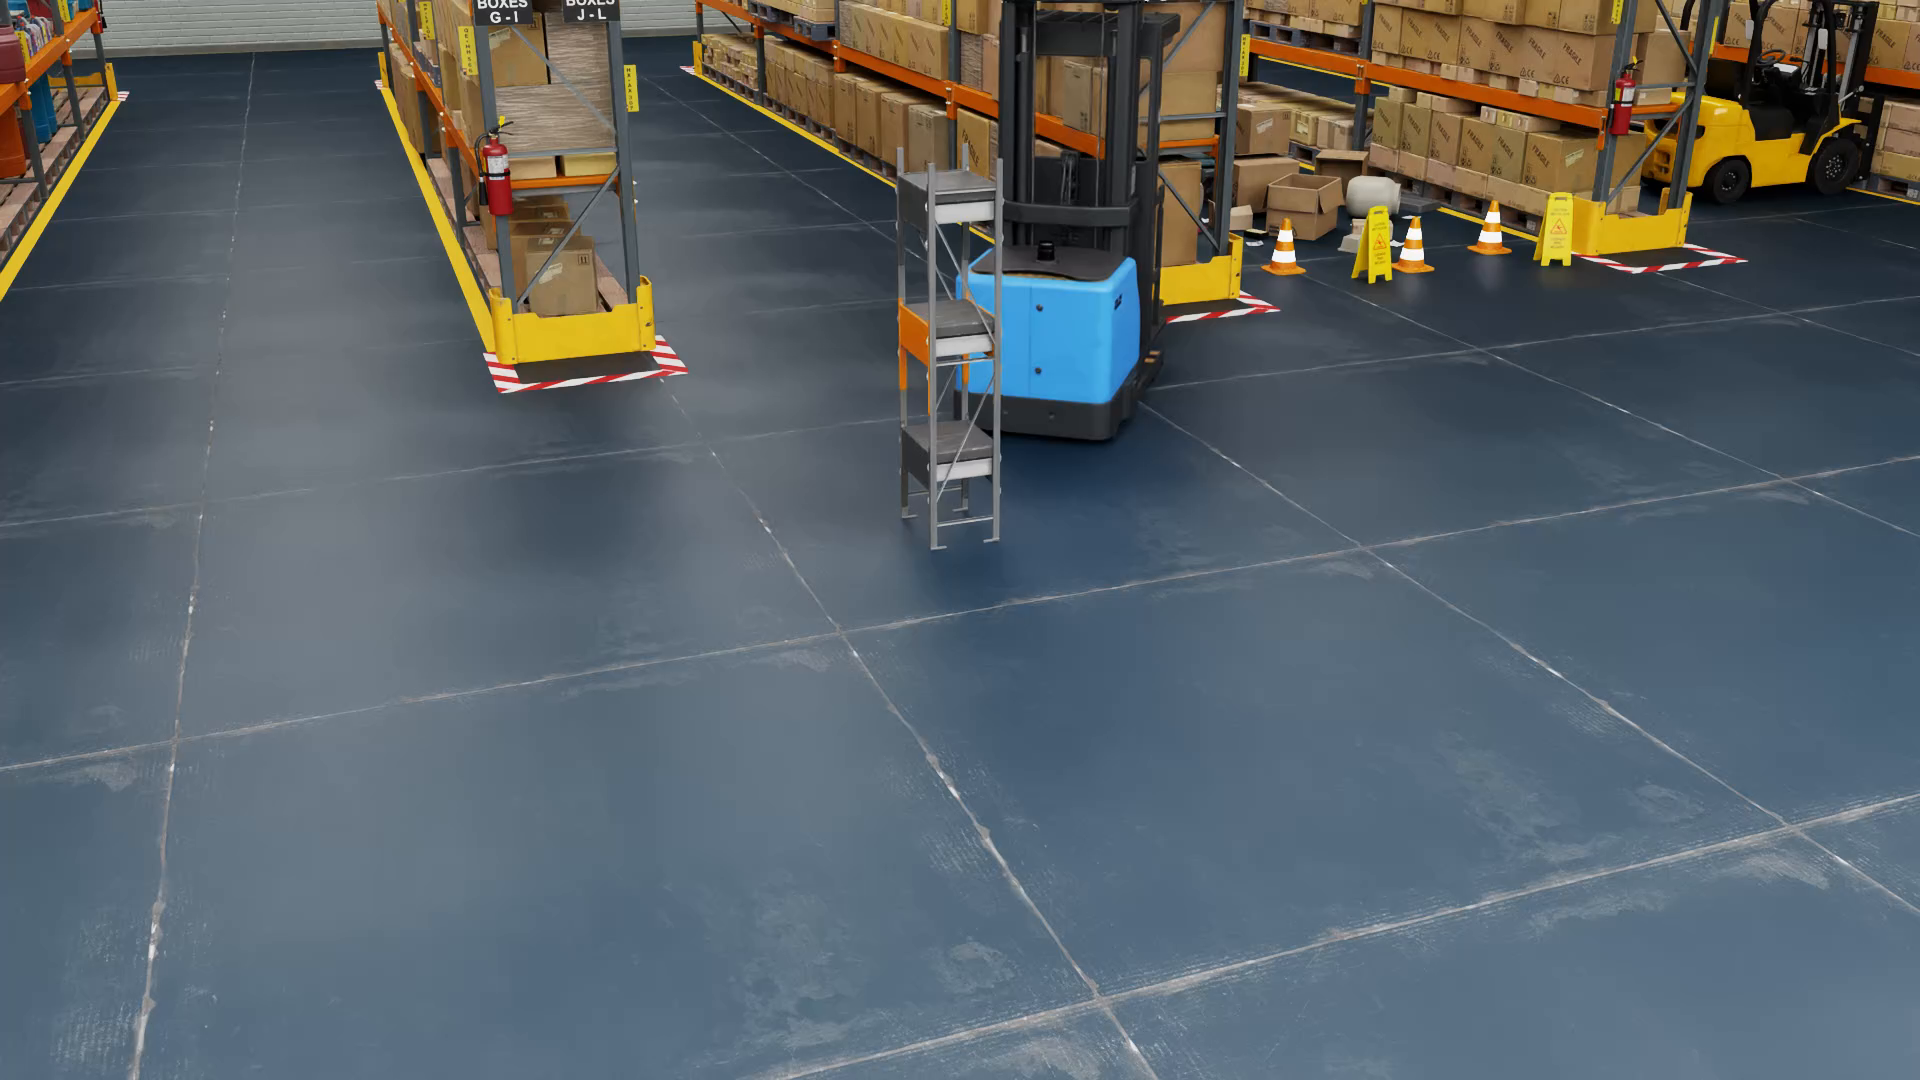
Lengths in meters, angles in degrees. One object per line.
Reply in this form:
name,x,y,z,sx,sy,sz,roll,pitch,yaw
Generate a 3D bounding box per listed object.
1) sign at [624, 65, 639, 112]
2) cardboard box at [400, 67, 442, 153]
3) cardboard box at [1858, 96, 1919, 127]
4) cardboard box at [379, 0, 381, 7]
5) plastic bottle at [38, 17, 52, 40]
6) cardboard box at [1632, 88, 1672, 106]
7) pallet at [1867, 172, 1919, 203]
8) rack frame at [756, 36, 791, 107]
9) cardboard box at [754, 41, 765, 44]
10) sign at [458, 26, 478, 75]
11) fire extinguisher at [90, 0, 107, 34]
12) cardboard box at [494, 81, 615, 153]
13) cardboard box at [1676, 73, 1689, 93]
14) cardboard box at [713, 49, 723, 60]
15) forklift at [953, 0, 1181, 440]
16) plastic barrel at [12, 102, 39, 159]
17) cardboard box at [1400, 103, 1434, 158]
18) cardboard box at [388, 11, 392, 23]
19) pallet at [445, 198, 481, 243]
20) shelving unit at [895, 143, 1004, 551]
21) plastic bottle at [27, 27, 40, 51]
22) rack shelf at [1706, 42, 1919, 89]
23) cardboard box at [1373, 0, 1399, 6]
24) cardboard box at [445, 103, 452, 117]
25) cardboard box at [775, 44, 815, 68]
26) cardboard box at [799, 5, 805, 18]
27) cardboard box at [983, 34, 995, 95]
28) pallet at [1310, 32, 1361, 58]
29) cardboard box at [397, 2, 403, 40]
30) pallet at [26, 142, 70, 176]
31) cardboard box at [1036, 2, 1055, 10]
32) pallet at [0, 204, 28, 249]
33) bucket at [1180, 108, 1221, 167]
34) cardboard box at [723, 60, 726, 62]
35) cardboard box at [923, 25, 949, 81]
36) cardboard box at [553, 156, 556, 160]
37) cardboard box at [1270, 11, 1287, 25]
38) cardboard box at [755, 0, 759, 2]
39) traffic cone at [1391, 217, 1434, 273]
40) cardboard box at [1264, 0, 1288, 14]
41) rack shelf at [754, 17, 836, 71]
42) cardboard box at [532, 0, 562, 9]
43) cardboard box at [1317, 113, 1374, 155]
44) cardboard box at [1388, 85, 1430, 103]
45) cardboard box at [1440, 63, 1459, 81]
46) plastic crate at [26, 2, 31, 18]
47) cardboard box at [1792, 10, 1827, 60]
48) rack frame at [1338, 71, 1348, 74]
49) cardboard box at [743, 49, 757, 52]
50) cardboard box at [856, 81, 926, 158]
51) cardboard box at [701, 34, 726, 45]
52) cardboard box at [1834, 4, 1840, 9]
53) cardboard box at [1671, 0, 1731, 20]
sign,-2.384,-3.264,12.018,0.100,0.325,0.005,-8,24,-19
cardboard box,-5.942,-5.166,19.839,1.225,0.875,0.875,-10,25,-21
cardboard box,10.194,-4.711,18.278,0.500,0.250,0.500,-8,24,-18
cardboard box,-8.362,-7.941,24.553,0.380,0.149,0.250,-9,24,-20
plastic bottle,-11.323,-6.315,20.532,0.152,0.276,0.135,-8,24,-19
cardboard box,6.453,-4.187,15.645,0.380,0.149,0.250,-8,24,-19
pallet,10.712,-3.820,18.042,1.003,0.211,1.213,-8,24,-19
rack frame,-2.455,-7.795,23.882,1.000,3.000,0.127,-8,24,-19
cardboard box,-3.030,-7.765,26.175,0.380,0.149,0.250,-9,25,-21
sign,-3.418,-3.401,11.560,0.100,0.325,0.005,-8,24,-19
fire extinguisher,-12.806,-7.835,24.556,0.296,0.674,0.183,-8,24,-19
cardboard box,-3.060,-3.178,12.415,0.875,0.500,0.500,-8,24,-19
cardboard box,9.414,-5.574,21.129,0.875,0.625,0.625,-7,24,-17
cardboard box,-3.721,-7.747,26.516,0.380,0.149,0.250,-8,24,-17
forklift,0.862,-2.530,11.478,1.130,2.935,3.031,6,24,15
plastic barrel,-10.939,-4.686,19.070,0.600,0.588,0.708,-8,24,-19
cardboard box,5.122,-4.432,17.936,0.500,0.500,0.500,-7,24,-17
cardboard box,-7.545,-7.101,22.559,0.380,0.149,0.250,-8,24,-19
pallet,-4.581,-3.242,16.670,1.003,0.211,1.213,-8,24,-19
shelving unit,-0.058,-1.028,8.985,0.431,2.100,0.503,-8,24,-19
plastic bottle,-10.886,-5.866,19.466,0.152,0.276,0.135,-8,24,-19
rack shelf,10.315,-5.228,18.718,1.077,0.370,4.000,-8,24,-19
cardboard box,4.919,-6.058,17.963,0.700,0.500,0.500,-9,24,-20
cardboard box,-4.434,-3.916,15.004,0.380,0.149,0.250,-8,24,-19
cardboard box,-2.251,-6.684,22.959,0.500,0.250,0.500,-8,24,-18
cardboard box,-1.824,-6.719,21.113,0.380,0.149,0.250,-8,24,-18
cardboard box,0.728,-4.628,16.175,0.875,0.550,0.550,-8,24,-19
pallet,4.832,-5.813,19.427,1.003,0.211,1.213,-8,24,-19
cardboard box,-6.660,-6.444,20.549,0.500,0.500,0.500,-8,24,-18
pallet,-11.096,-4.456,19.551,1.003,0.211,1.213,-8,24,-19
cardboard box,1.029,-4.726,15.016,0.875,0.550,0.500,-8,24,-19
pallet,-9.687,-3.004,16.105,1.003,0.211,1.213,-8,24,-19
bucket,2.576,-4.347,17.959,0.726,0.611,0.620,0,13,-1
cardboard box,-3.552,-7.533,26.391,0.380,0.149,0.250,-8,24,-19
cardboard box,-0.063,-5.087,17.329,0.500,0.500,0.500,-8,24,-19
cardboard box,-3.022,-3.086,13.033,0.380,0.149,0.250,-8,24,-19
cardboard box,4.020,-6.398,20.350,0.380,0.149,0.250,-8,24,-17
cardboard box,-2.643,-7.566,23.123,0.380,0.149,0.250,-8,24,-18
traffic cone,4.102,-2.685,15.025,0.336,0.463,0.334,-8,24,-19
cardboard box,4.050,-6.676,20.174,0.500,0.500,0.500,-9,25,-21
rack shelf,-1.748,-6.737,22.298,1.077,0.370,4.000,-8,24,-19
cardboard box,-3.001,-3.855,12.734,0.500,0.500,0.500,-8,24,-19
cardboard box,4.779,-4.777,19.564,0.950,0.372,0.625,-8,24,-18
cardboard box,4.910,-4.870,18.141,0.380,0.149,0.250,-8,24,-18
cardboard box,5.221,-4.864,17.251,0.380,0.149,0.250,-8,24,-19
plastic crate,-12.132,-7.025,22.130,0.437,0.282,0.530,-8,24,-19
cardboard box,9.901,-5.765,18.936,0.500,0.500,0.500,-9,24,-20
rack frame,6.782,-9.193,27.200,1.000,3.000,0.127,-8,24,-19
cardboard box,-3.065,-7.324,25.129,0.380,0.149,0.250,-8,24,-17
cardboard box,-0.599,-4.948,19.482,1.050,0.750,0.750,-8,24,-18
cardboard box,-4.001,-8.165,27.125,0.380,0.149,0.250,-10,25,-21
cardboard box,9.900,-6.010,18.684,0.380,0.149,0.250,-9,25,-21
cardboard box,9.196,-6.591,20.575,0.500,0.250,0.500,-9,24,-20
